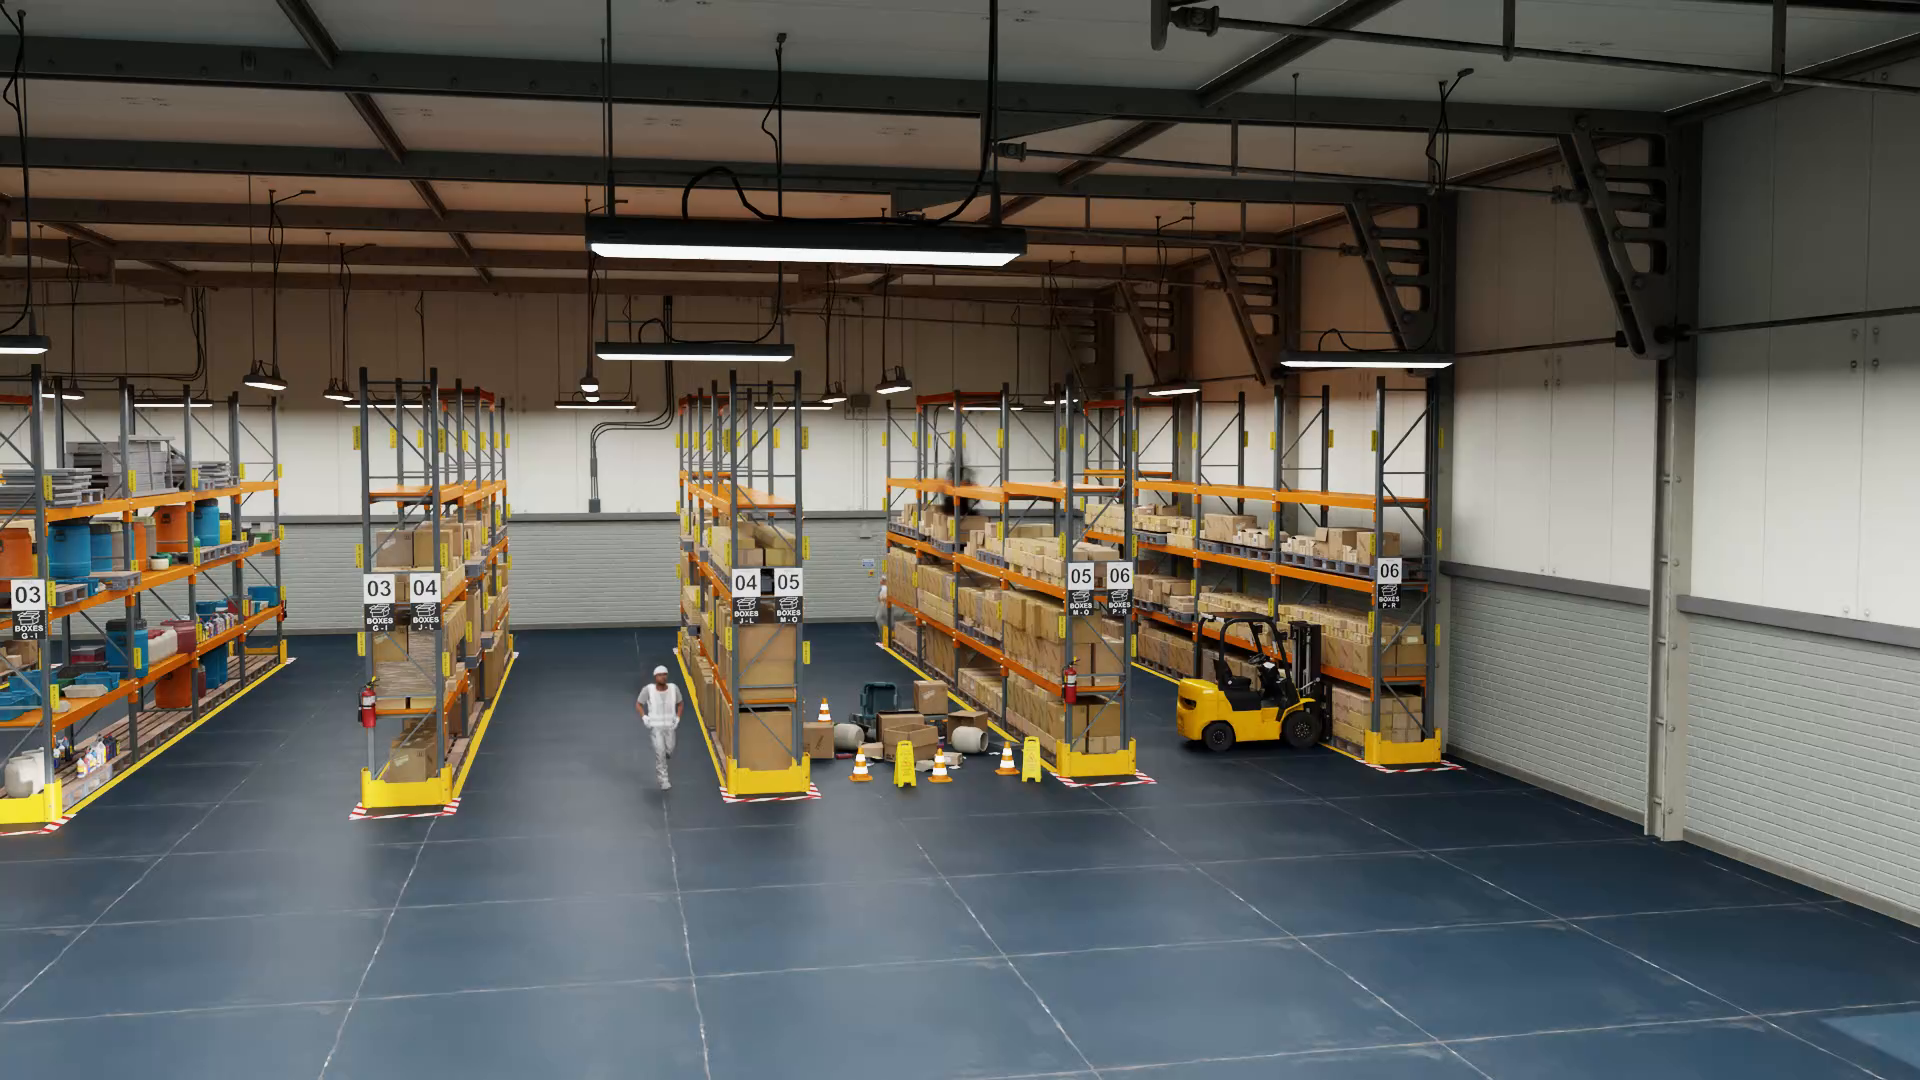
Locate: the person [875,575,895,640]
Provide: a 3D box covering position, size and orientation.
[{"bbox_3d":[-1.793,1.718,41.741,0.657,1.698,0.656,0,3,-8],"label":"person"}]

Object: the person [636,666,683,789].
[{"bbox_3d":[-4.362,2.694,24.194,0.686,1.760,0.752,-2,4,-24],"label":"person"}]
